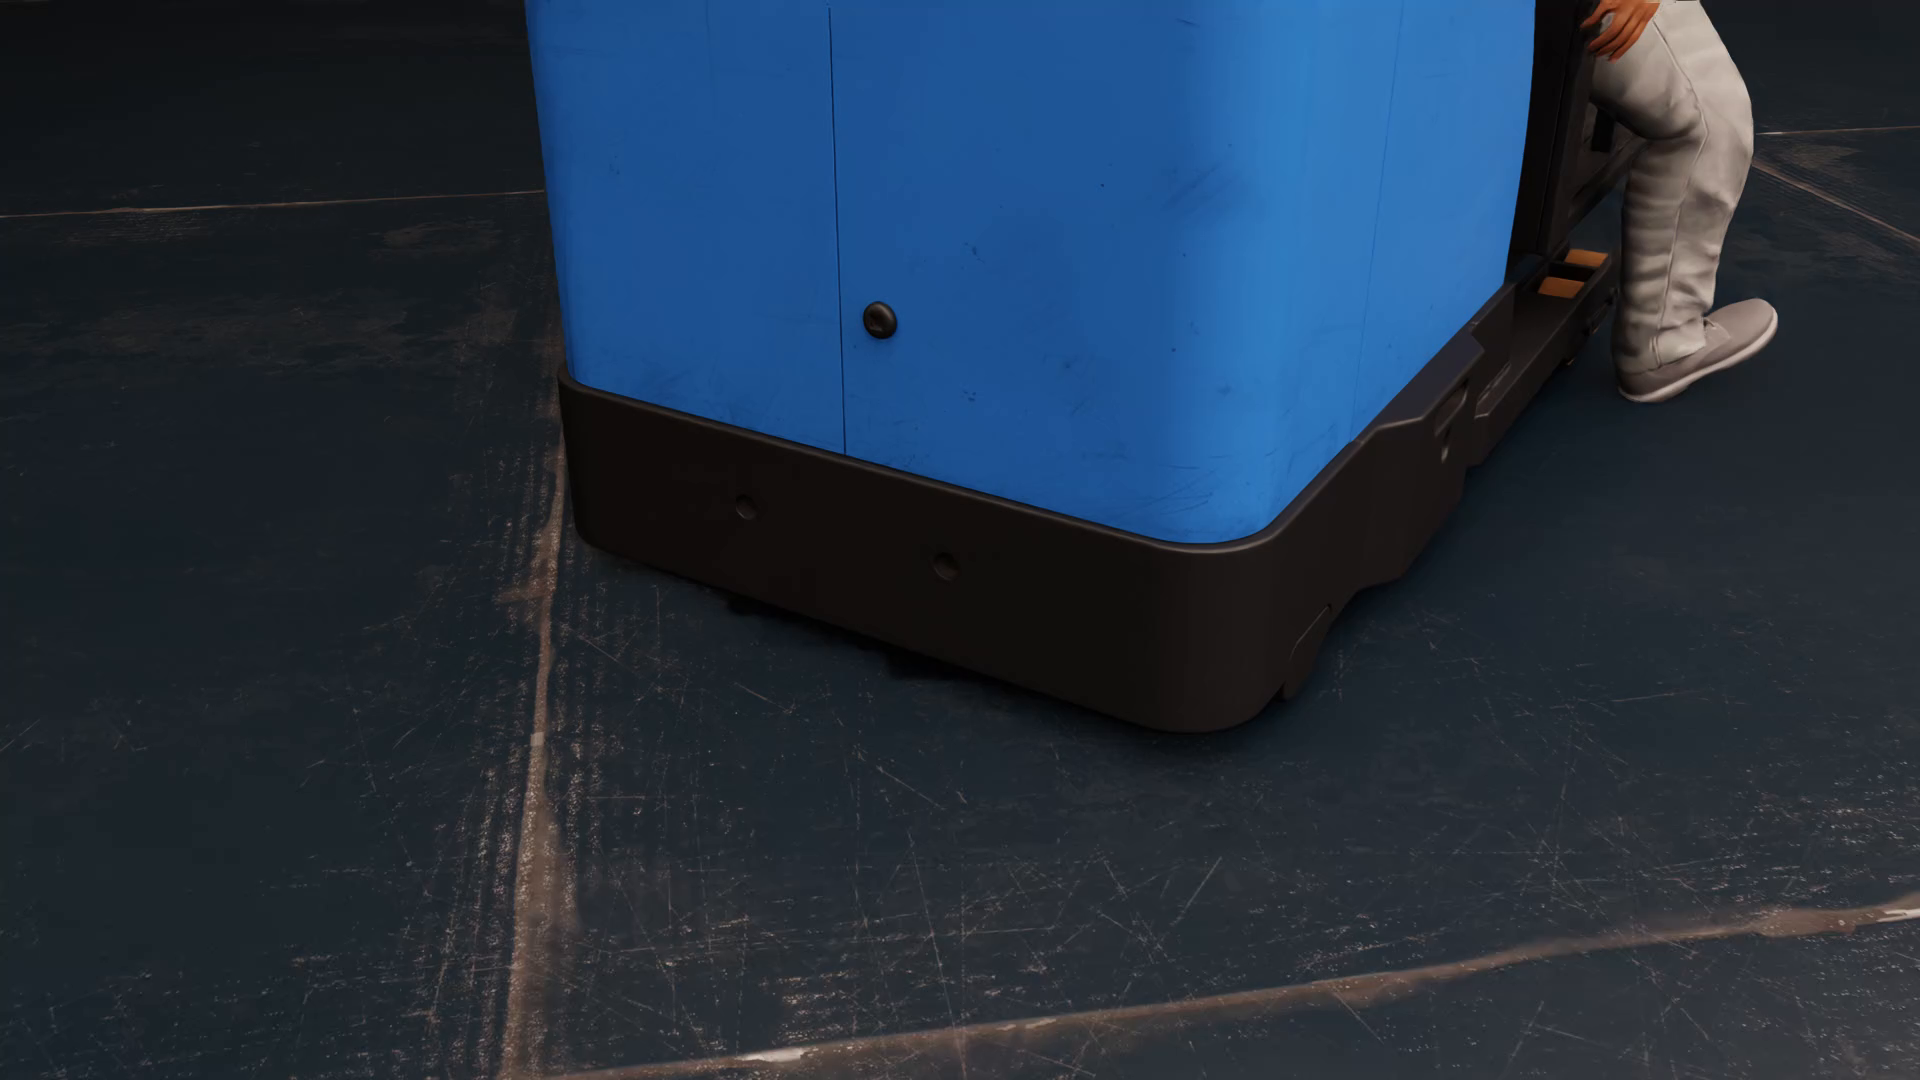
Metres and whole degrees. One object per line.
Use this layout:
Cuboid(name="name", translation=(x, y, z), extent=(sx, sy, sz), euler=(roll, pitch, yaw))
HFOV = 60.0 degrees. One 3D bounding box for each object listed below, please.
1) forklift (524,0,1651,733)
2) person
Cuboid(name="forklift", translation=(0.644, -1.722, 2.618), extent=(1.130, 2.935, 3.031), euler=(16, 32, 27))
Cuboid(name="person", translation=(0.992, -0.986, 2.719), extent=(0.859, 1.568, 0.675), euler=(-7, 29, -14))
